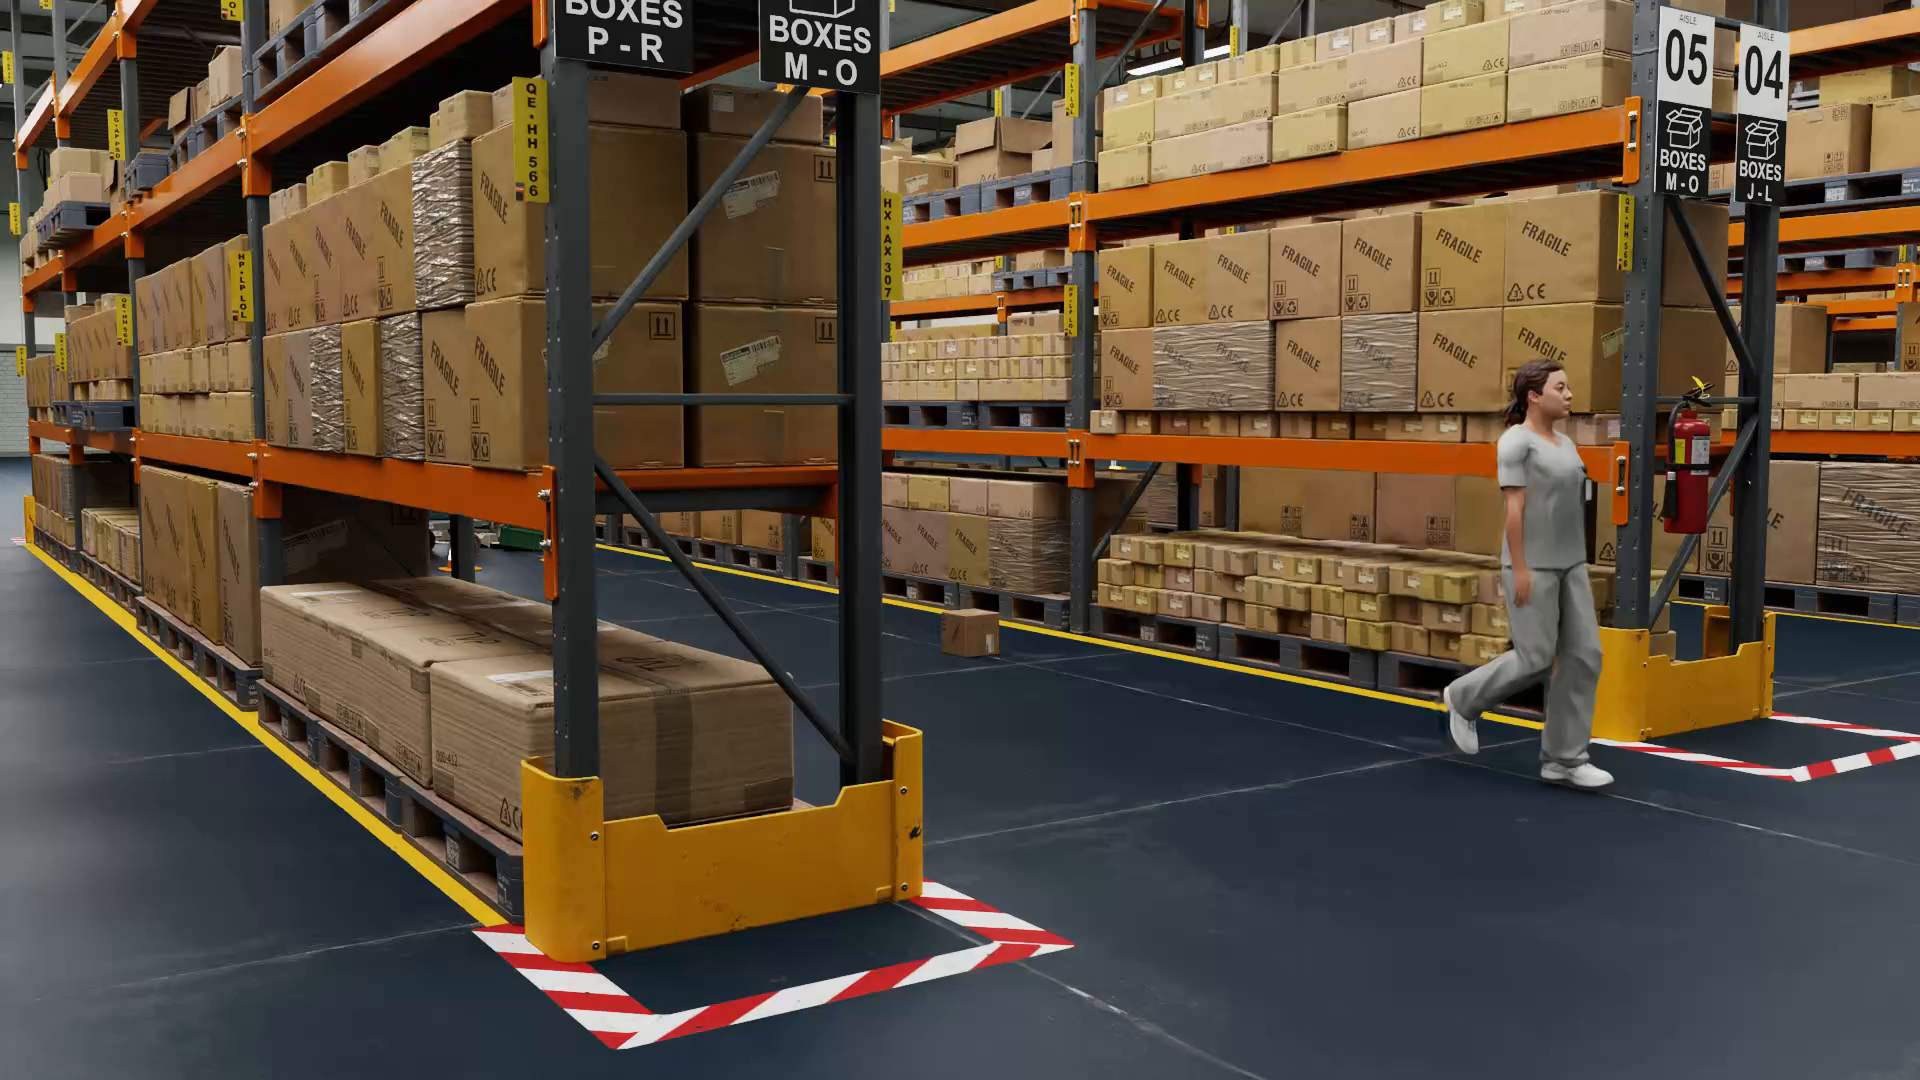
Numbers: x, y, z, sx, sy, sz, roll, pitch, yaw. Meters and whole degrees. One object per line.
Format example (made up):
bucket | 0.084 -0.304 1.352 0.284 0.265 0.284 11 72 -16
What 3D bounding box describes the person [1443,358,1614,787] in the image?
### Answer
person | 2.276 0.111 6.550 0.443 1.645 0.708 -3 6 -31
